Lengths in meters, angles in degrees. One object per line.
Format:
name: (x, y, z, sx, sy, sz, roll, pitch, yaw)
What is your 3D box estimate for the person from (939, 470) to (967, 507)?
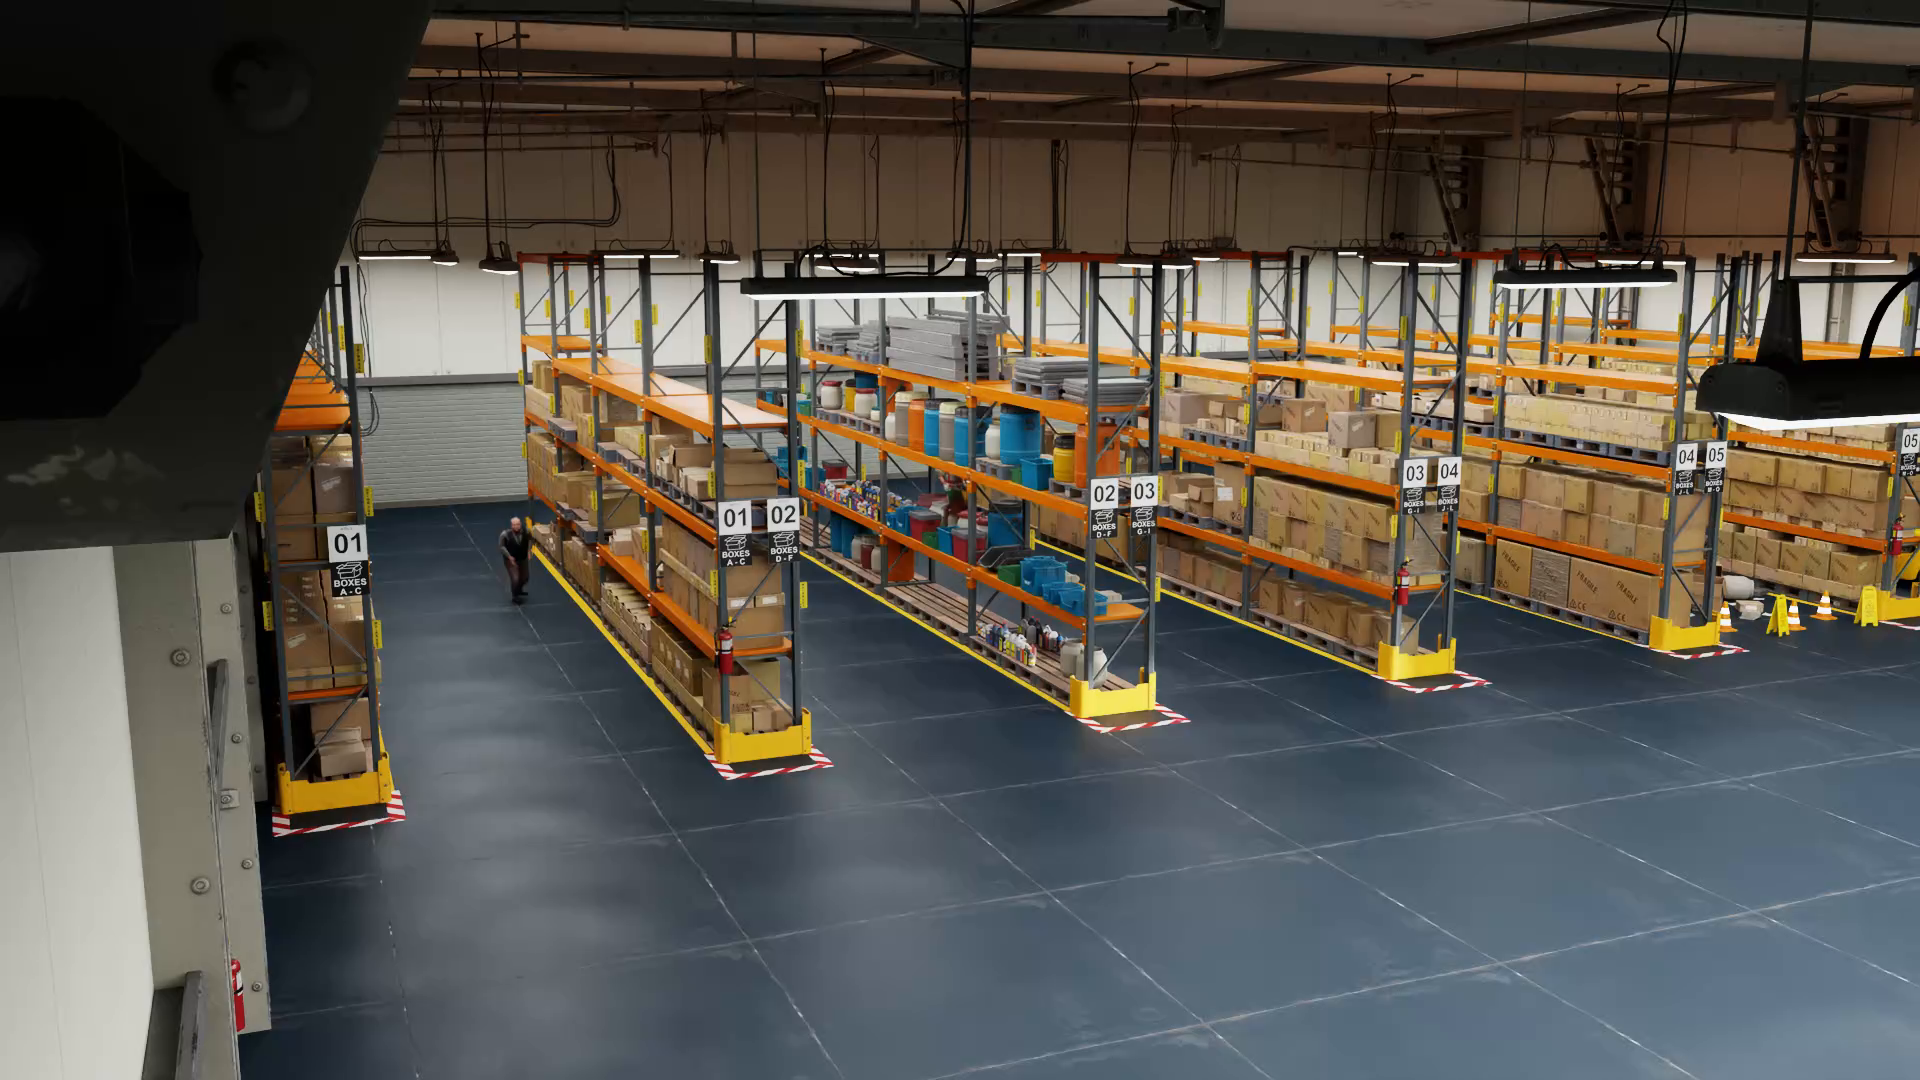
person: (-0.134, -1.118, 36.357, 0.653, 1.728, 0.632, -4, 11, -20)

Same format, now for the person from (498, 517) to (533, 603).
person: (-7.731, 0.323, 28.922, 0.663, 1.566, 0.877, -8, 13, -38)
